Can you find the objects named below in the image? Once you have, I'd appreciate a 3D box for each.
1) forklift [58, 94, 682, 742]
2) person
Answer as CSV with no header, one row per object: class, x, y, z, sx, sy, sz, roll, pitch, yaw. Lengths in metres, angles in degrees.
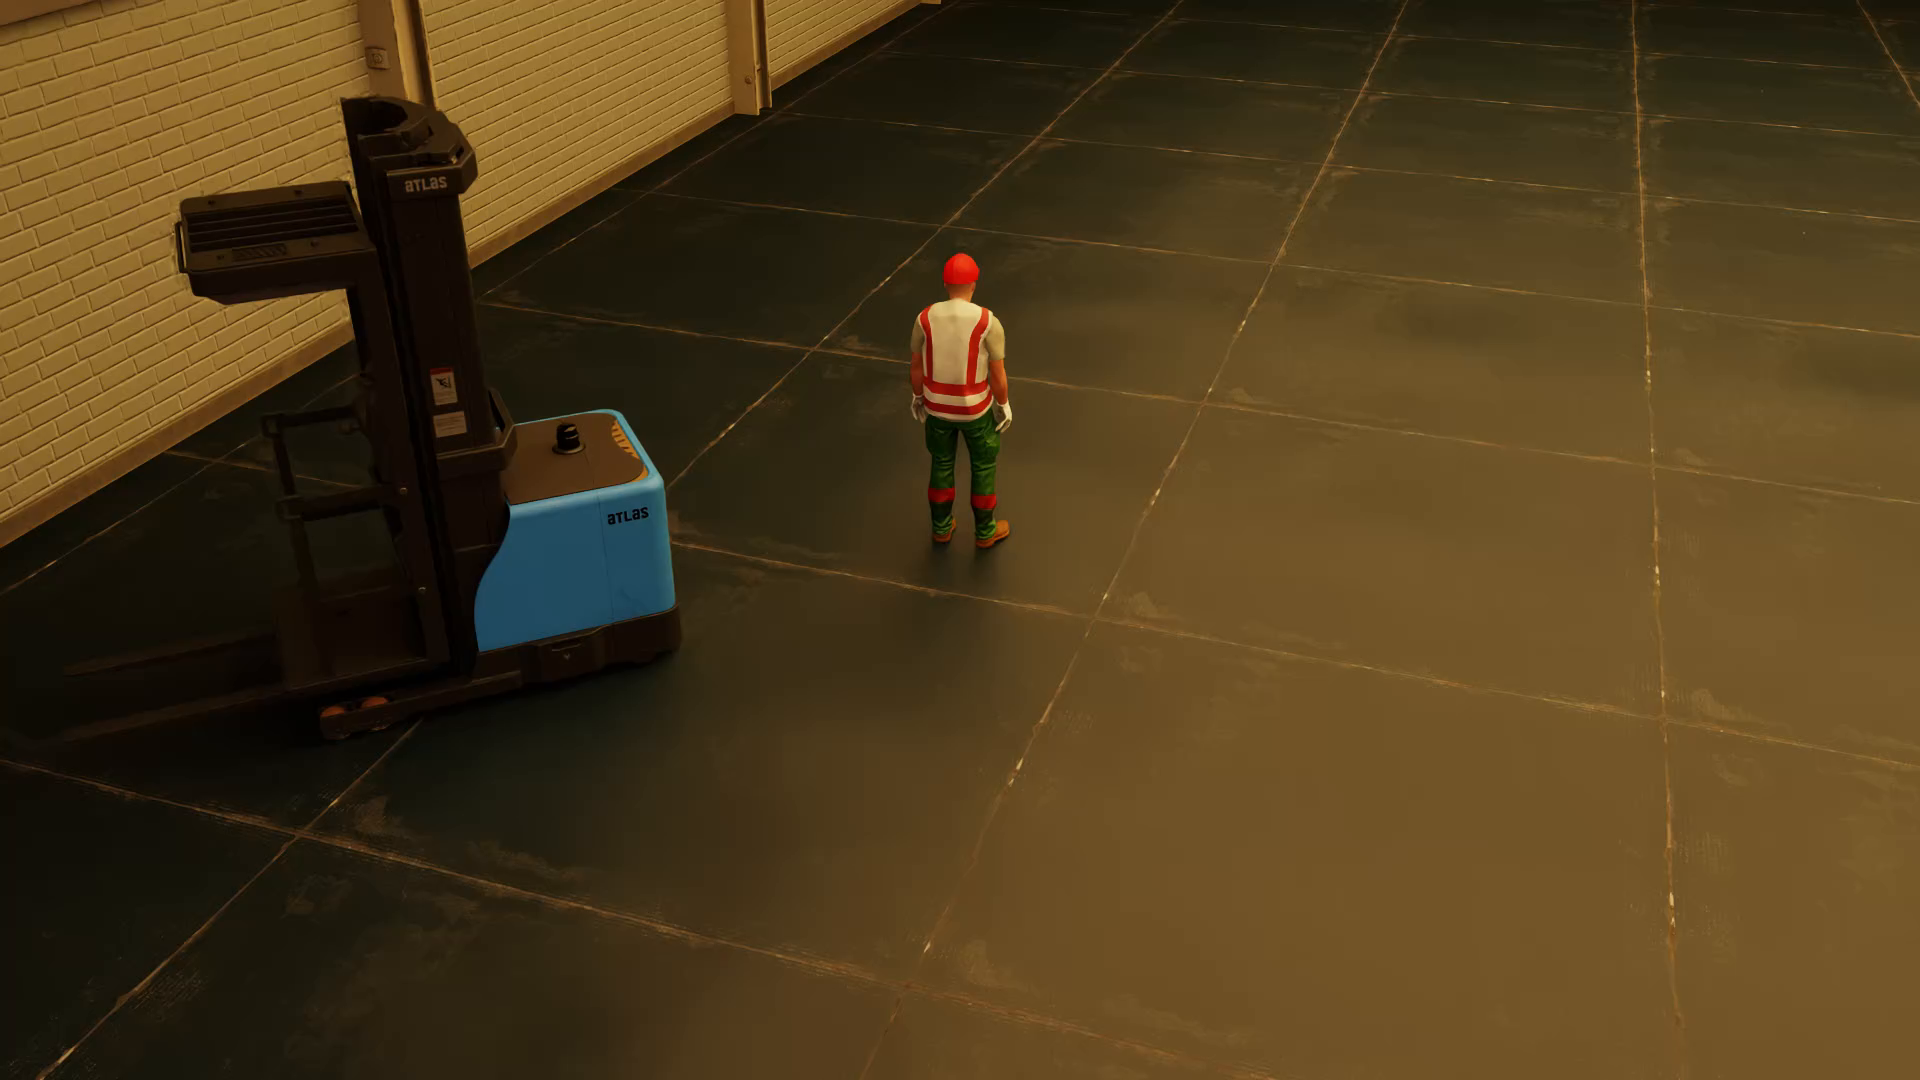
forklift,-3.068,-0.571,8.137,3.031,2.935,1.130,-12,32,-21
person,0.007,-0.793,9.696,0.608,1.778,0.450,9,31,15
